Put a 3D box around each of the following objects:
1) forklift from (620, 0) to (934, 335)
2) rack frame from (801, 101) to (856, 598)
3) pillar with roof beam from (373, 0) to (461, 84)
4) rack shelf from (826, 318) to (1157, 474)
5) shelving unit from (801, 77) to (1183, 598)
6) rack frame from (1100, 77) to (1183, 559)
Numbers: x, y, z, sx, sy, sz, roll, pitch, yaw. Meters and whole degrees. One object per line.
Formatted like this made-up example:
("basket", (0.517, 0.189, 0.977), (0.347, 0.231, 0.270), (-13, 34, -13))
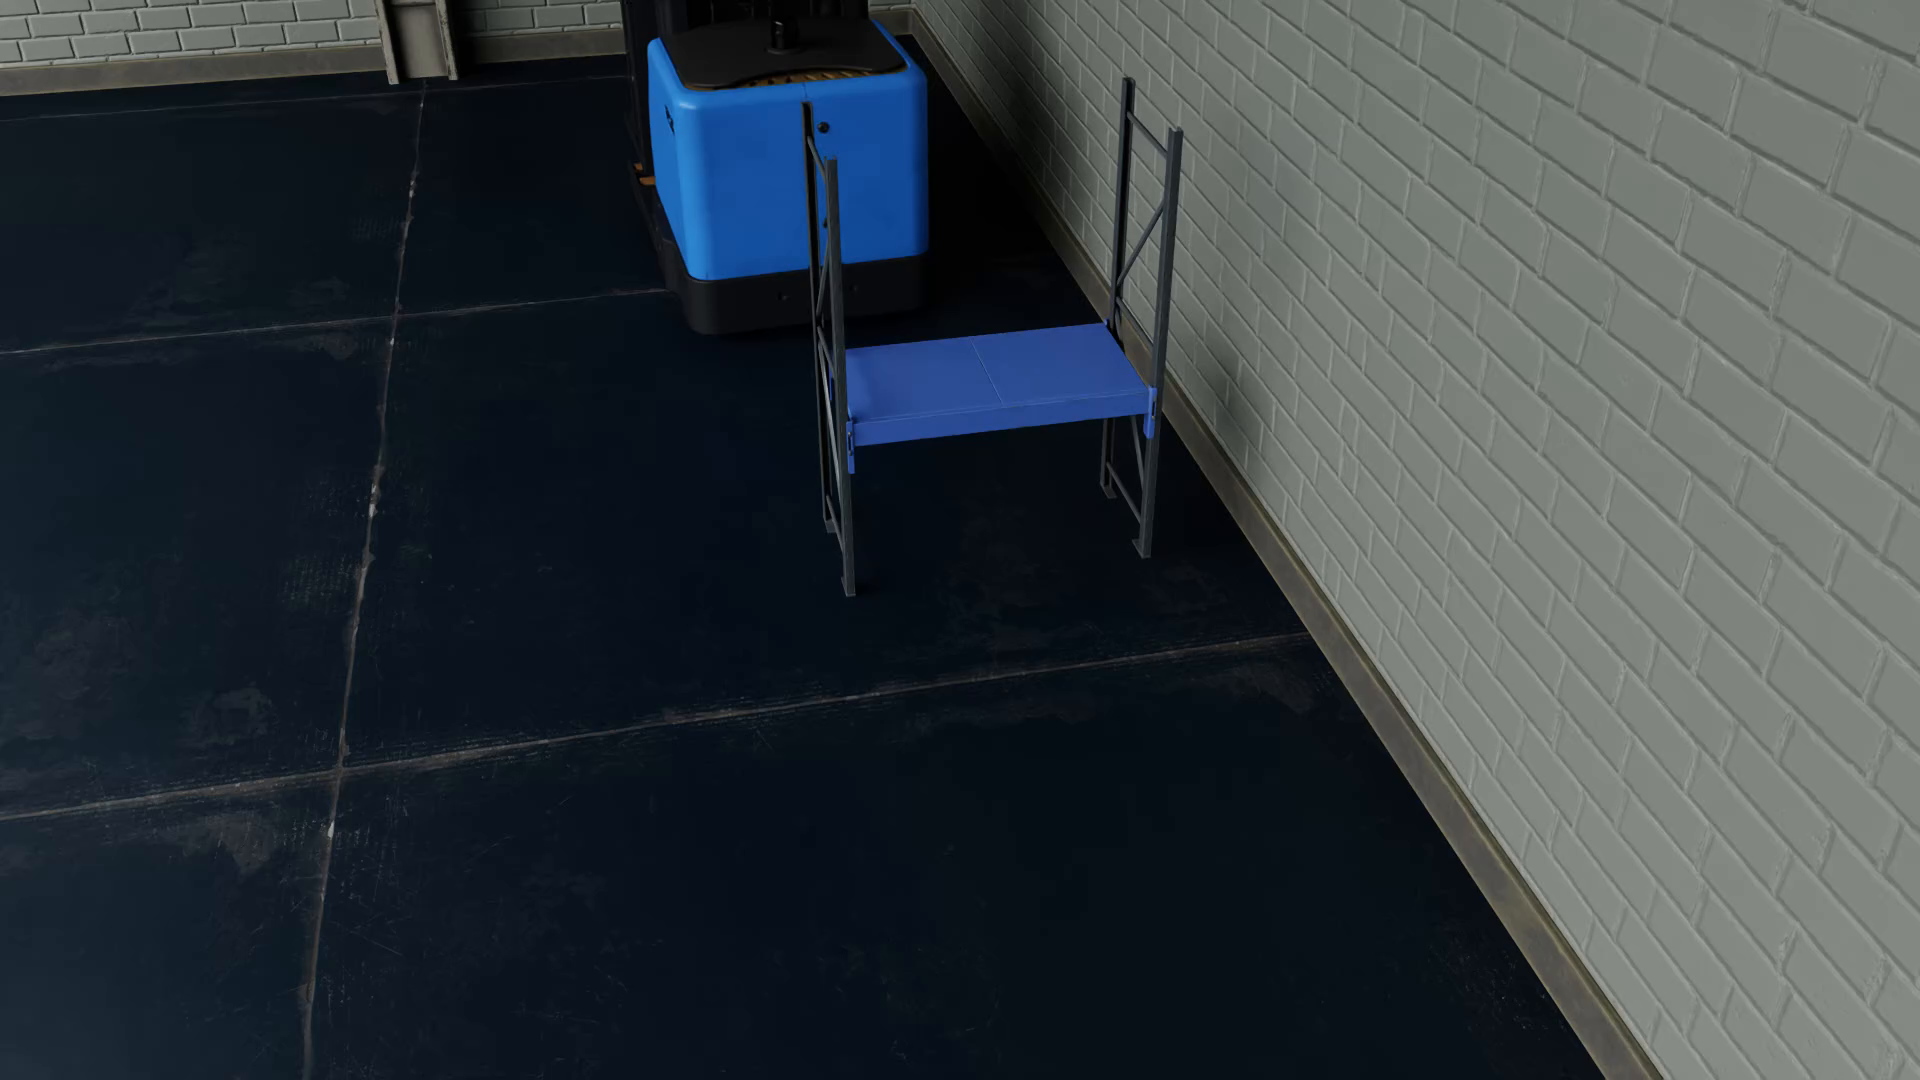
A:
("forklift", (-1.022, -2.883, 7.416), (1.130, 2.935, 3.031), (-9, 35, -14))
("rack frame", (-0.413, -0.571, 5.255), (0.032, 1.500, 0.500), (-7, 35, -11))
("pillar with roof beam", (-2.226, -4.168, 3.886), (0.400, 9.000, 9.100), (-7, 35, -11))
("rack shelf", (0.083, -0.484, 5.448), (1.000, 0.185, 0.538), (-7, 35, -11))
("shelving unit", (0.083, -0.633, 5.348), (1.048, 1.500, 0.538), (-7, 35, -11))
("rack frame", (0.579, -0.696, 5.441), (0.032, 1.500, 0.500), (-7, 35, -11))
